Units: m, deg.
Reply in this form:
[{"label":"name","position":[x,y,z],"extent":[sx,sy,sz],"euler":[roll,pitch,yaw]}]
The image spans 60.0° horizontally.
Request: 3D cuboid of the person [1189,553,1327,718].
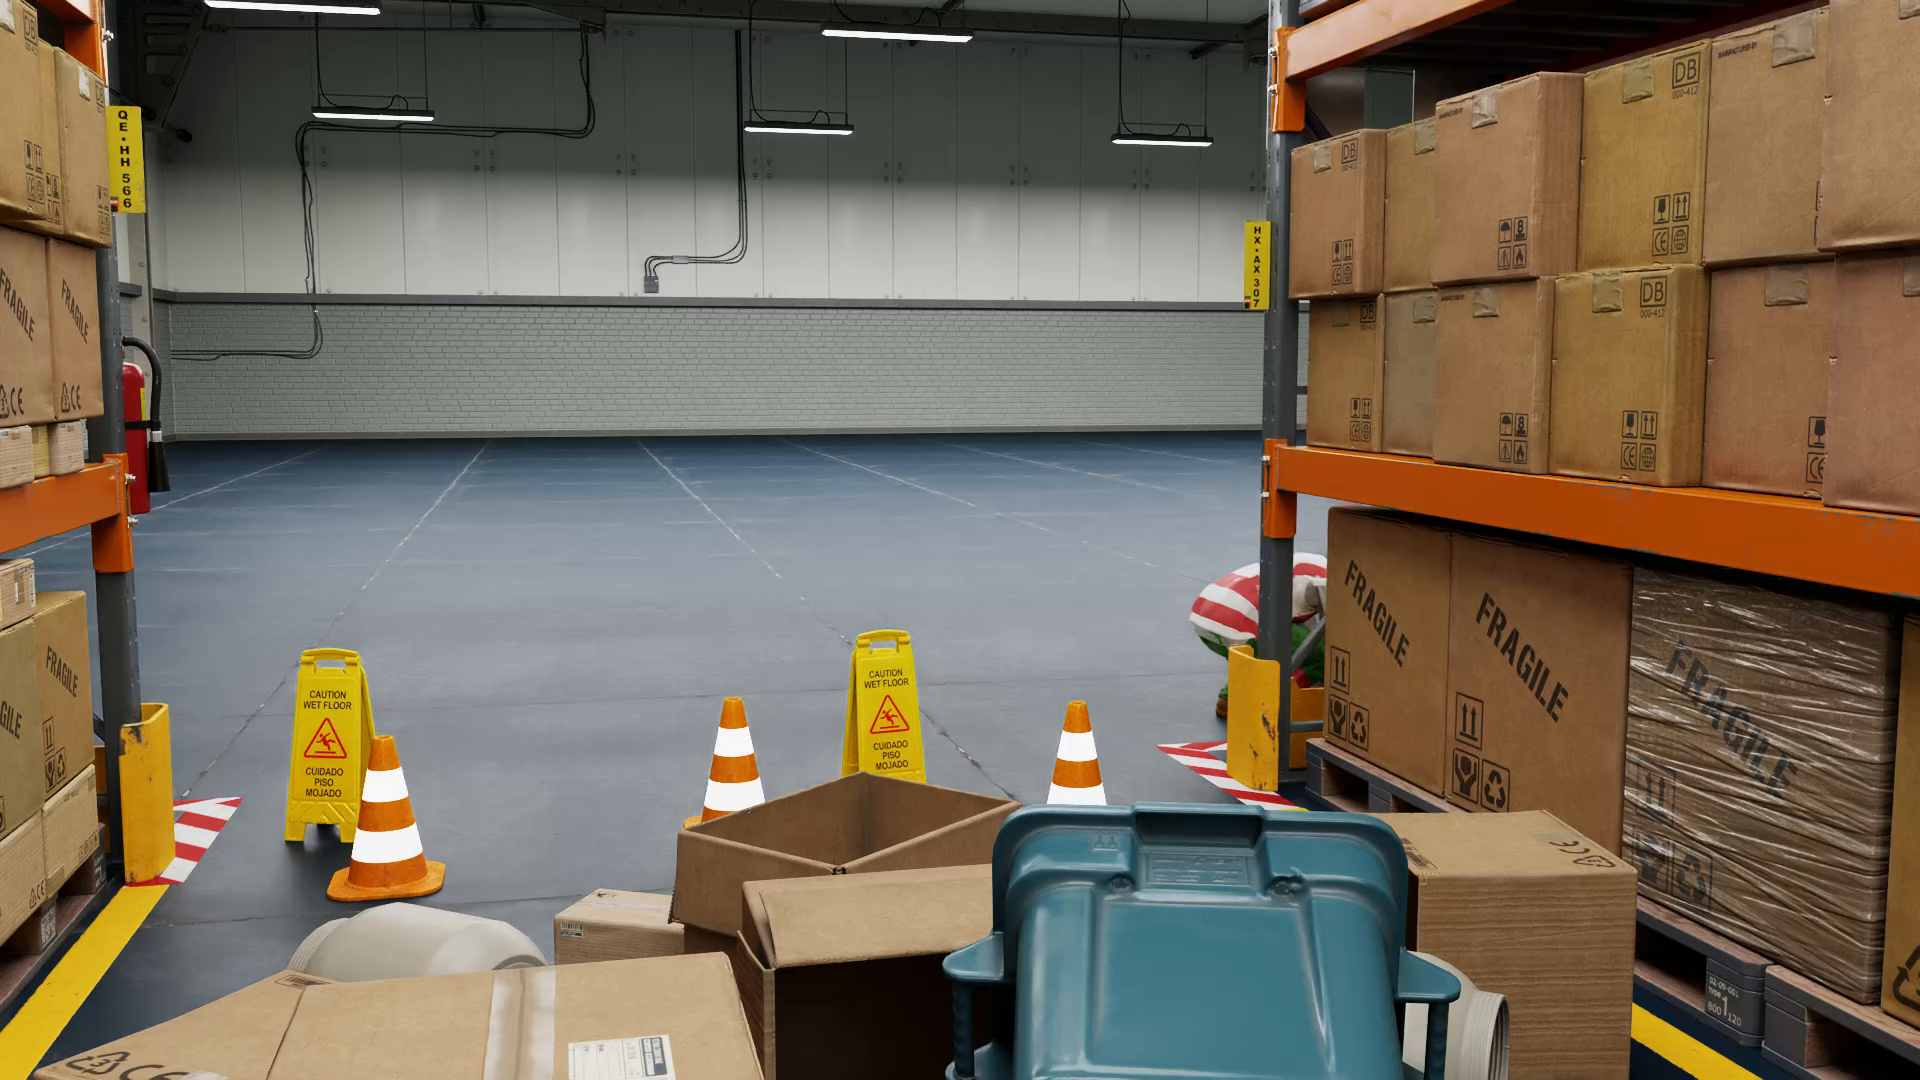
[{"label":"person","position":[1.502,0.465,7.559],"extent":[0.932,0.858,0.538],"euler":[-2,6,-15]}]
